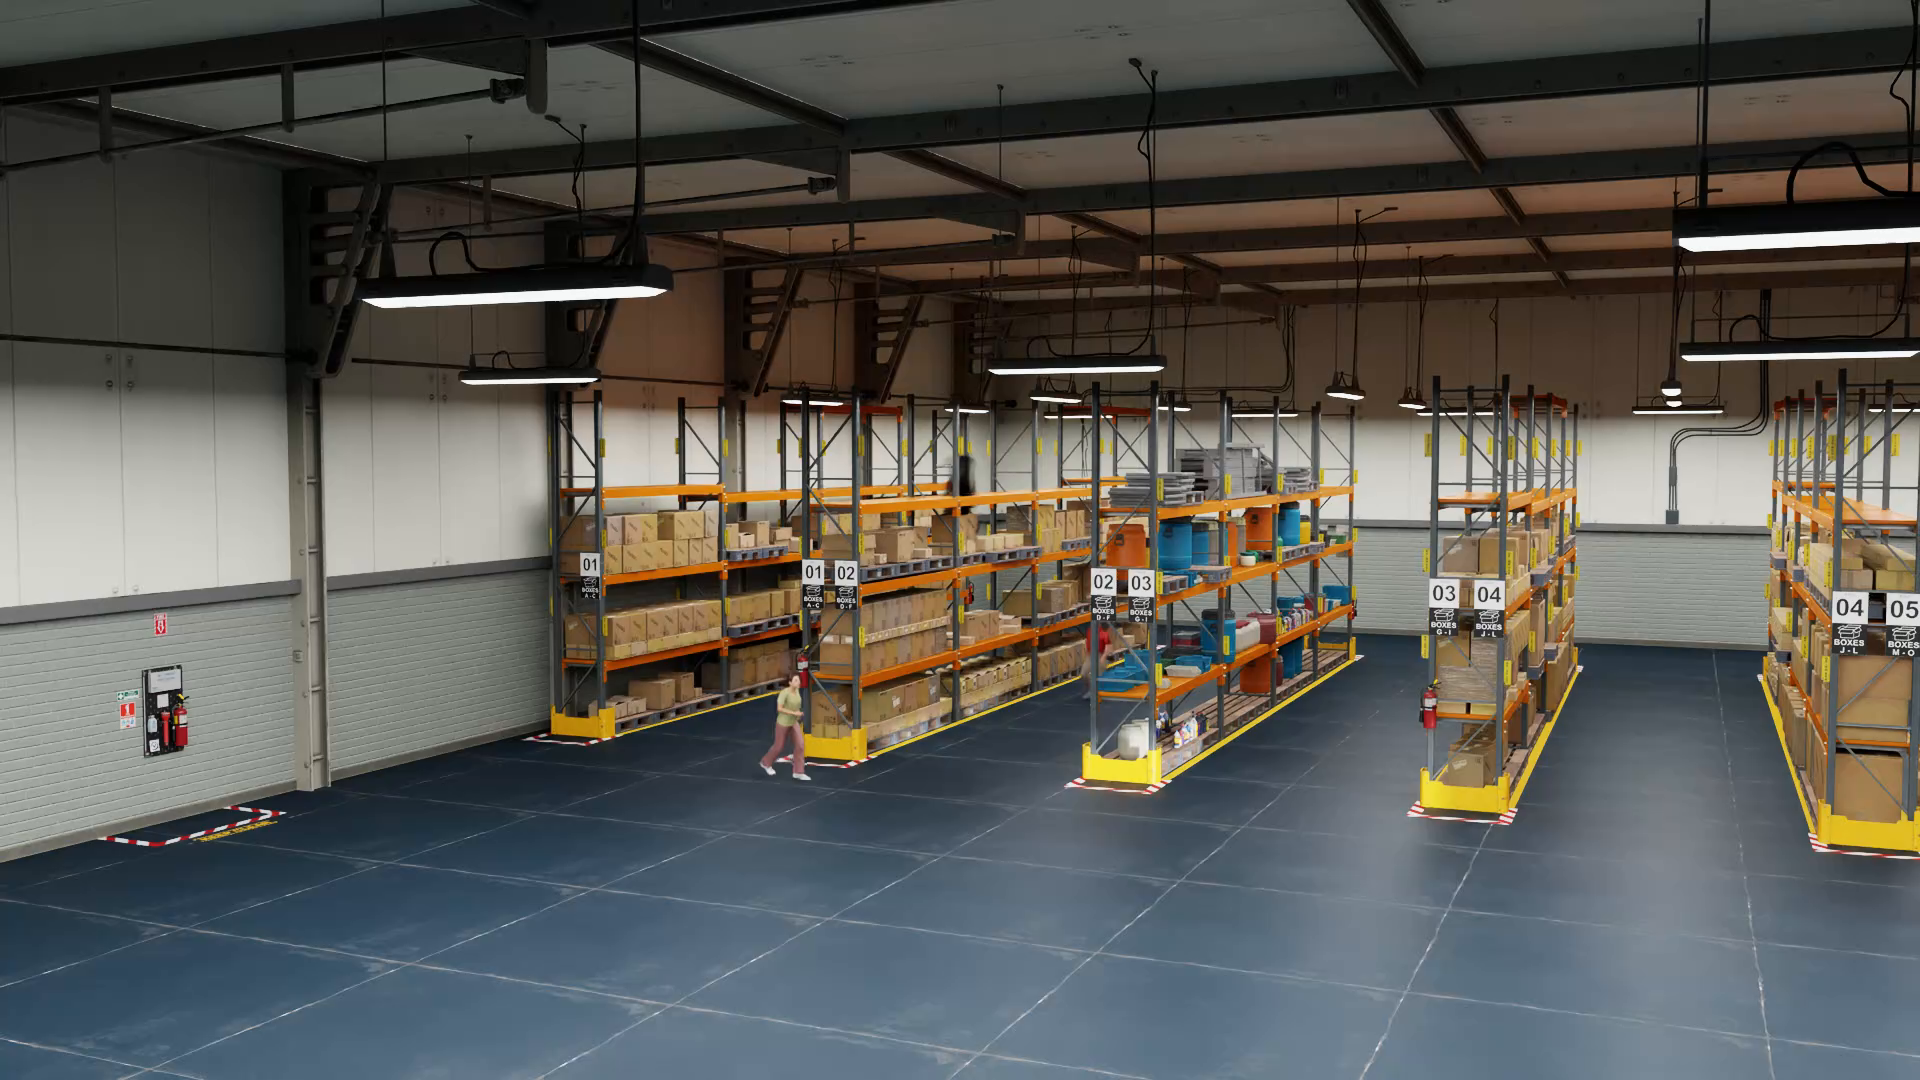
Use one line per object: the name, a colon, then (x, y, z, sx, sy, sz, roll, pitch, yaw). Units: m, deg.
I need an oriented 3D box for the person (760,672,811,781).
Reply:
person: (-2.658, 2.793, 25.134, 0.931, 1.638, 0.569, 3, 4, 38)

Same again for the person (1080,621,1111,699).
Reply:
person: (2.702, 2.347, 32.764, 0.659, 1.669, 0.737, 2, 4, 31)
